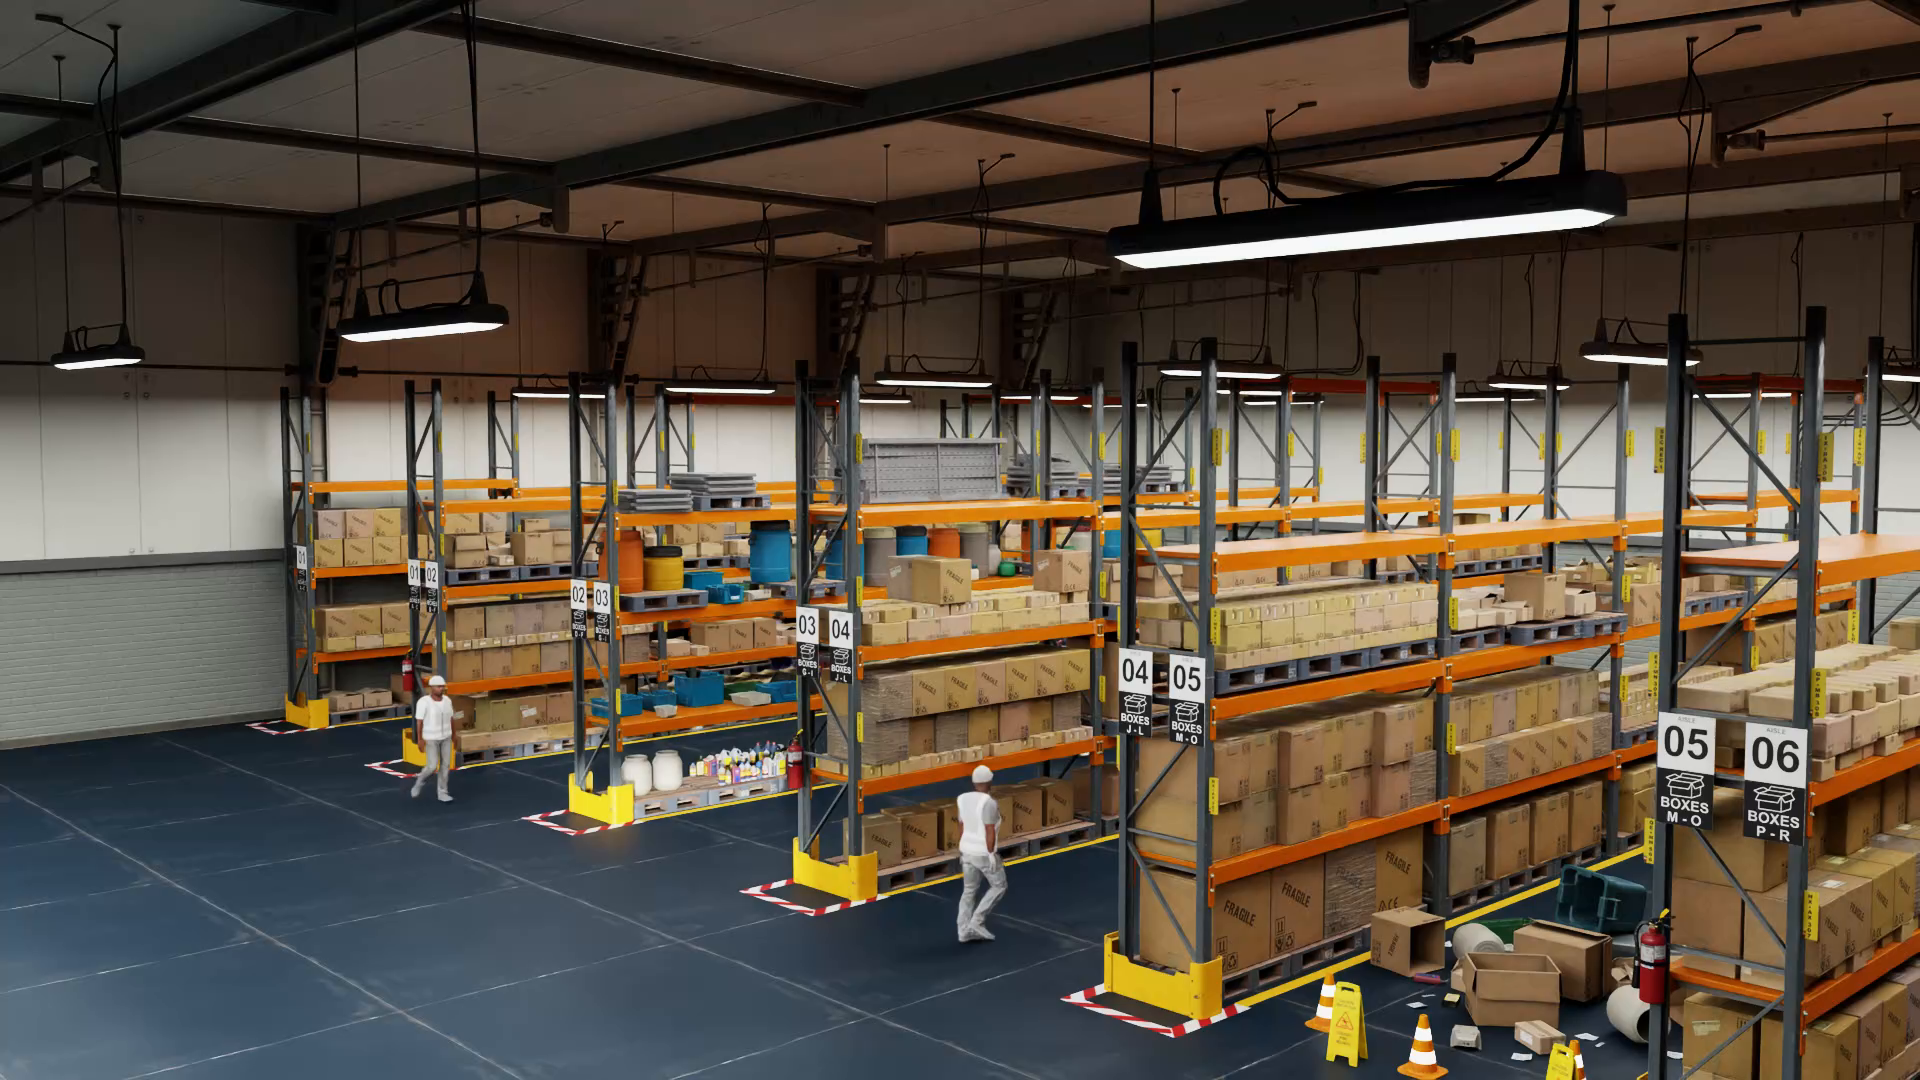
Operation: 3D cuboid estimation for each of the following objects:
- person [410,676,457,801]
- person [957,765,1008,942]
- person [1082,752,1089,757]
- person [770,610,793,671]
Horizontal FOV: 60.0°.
[{"bbox_3d":[-7.369,2.780,23.345,0.607,1.757,0.588,3,5,38],"label":"person"},{"bbox_3d":[0.203,3.154,16.908,0.467,1.709,0.606,-2,4,-33],"label":"person"},{"bbox_3d":[2.009,2.639,26.577,0.531,1.668,0.498,-3,4,-34],"label":"person"},{"bbox_3d":[-3.649,2.210,33.368,0.462,1.637,0.545,-2,4,-33],"label":"person"}]
